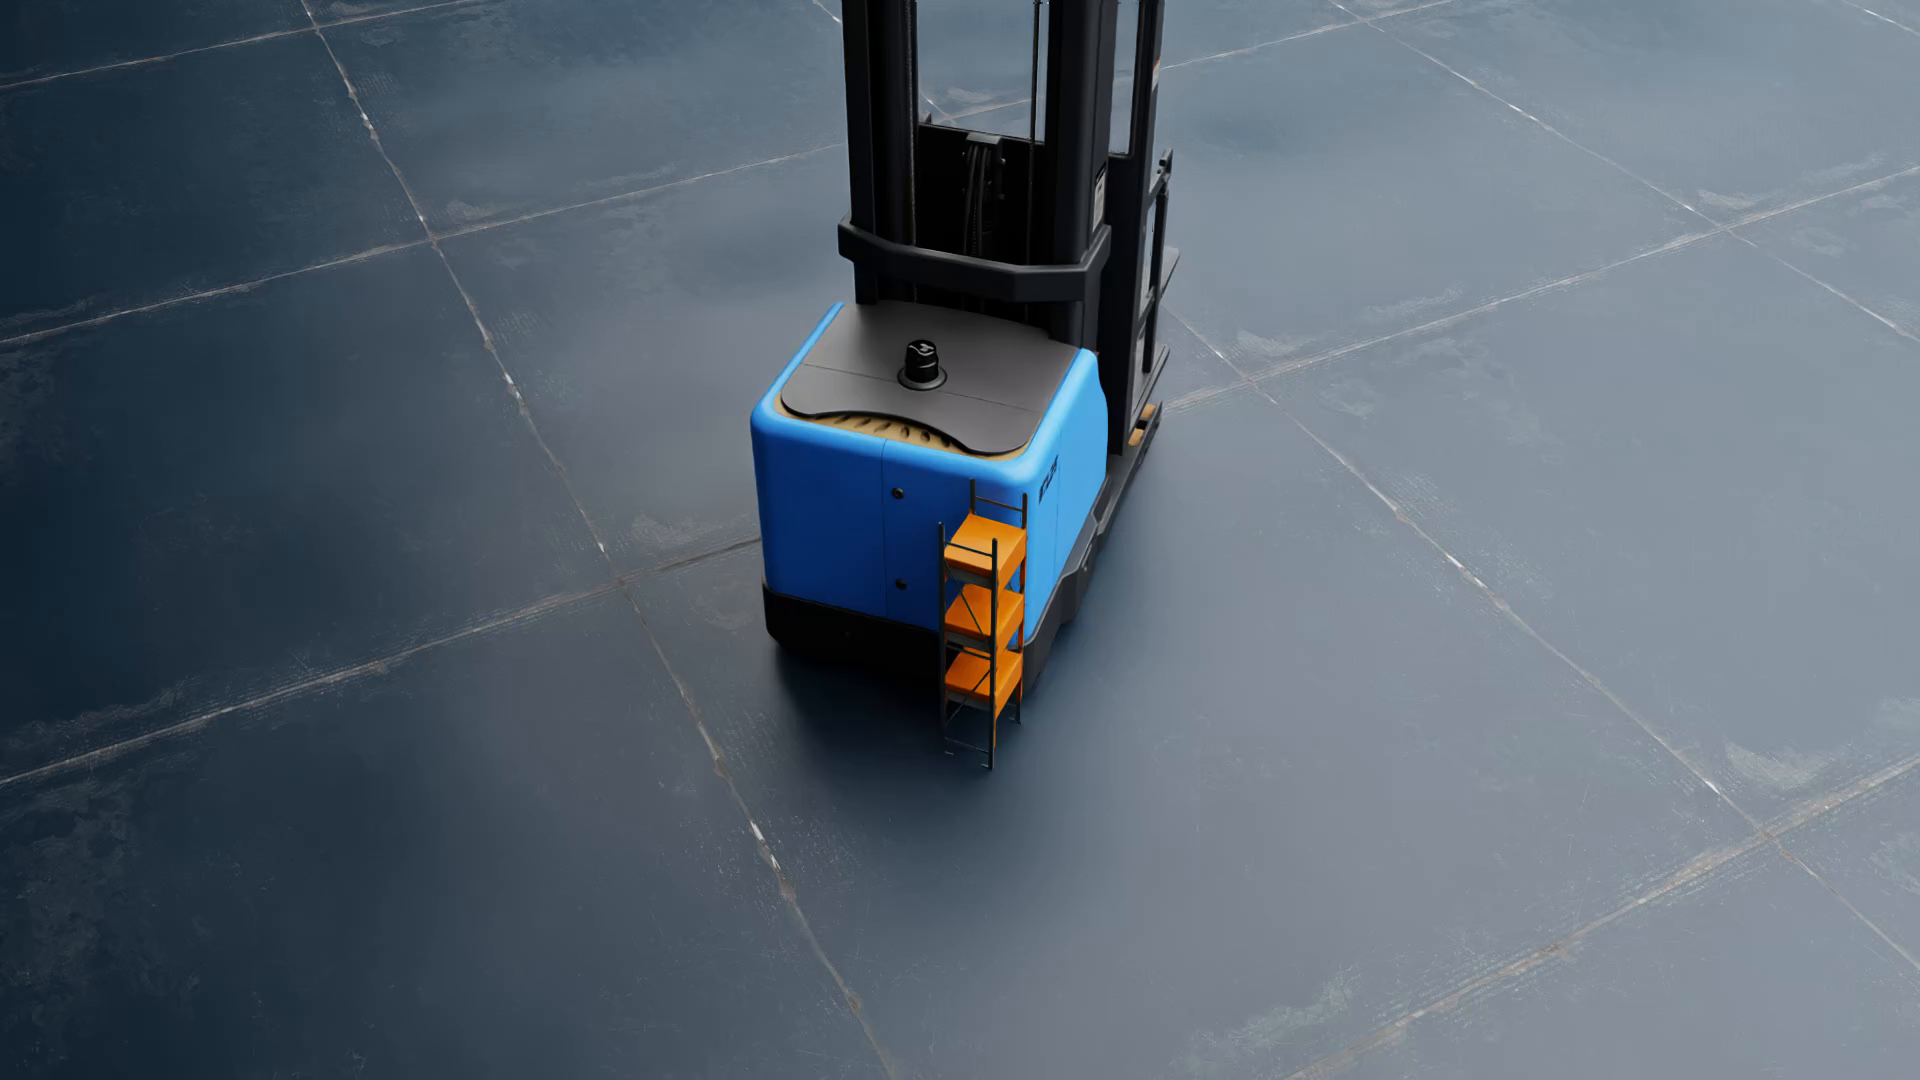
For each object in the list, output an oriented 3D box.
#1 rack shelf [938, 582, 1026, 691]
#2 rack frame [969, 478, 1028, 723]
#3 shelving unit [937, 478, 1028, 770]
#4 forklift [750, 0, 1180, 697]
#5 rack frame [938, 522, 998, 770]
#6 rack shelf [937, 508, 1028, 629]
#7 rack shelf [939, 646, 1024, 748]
[{"bbox_3d":[0.075,0.309,5.588,0.215,0.259,0.240,16,43,18],"label":"rack shelf"},{"bbox_3d":[0.125,0.229,5.666,0.200,1.050,0.008,16,43,18],"label":"rack frame"},{"bbox_3d":[0.075,0.301,5.582,0.215,1.050,0.252,16,43,18],"label":"shelving unit"},{"bbox_3d":[0.242,-1.514,6.270,1.130,2.935,3.031,13,42,15],"label":"forklift"},{"bbox_3d":[0.025,0.373,5.497,0.200,1.050,0.008,16,43,18],"label":"rack frame"},{"bbox_3d":[0.075,0.093,5.405,0.215,0.259,0.240,16,43,18],"label":"rack shelf"},{"bbox_3d":[0.075,0.521,5.768,0.215,0.259,0.240,16,43,18],"label":"rack shelf"}]
